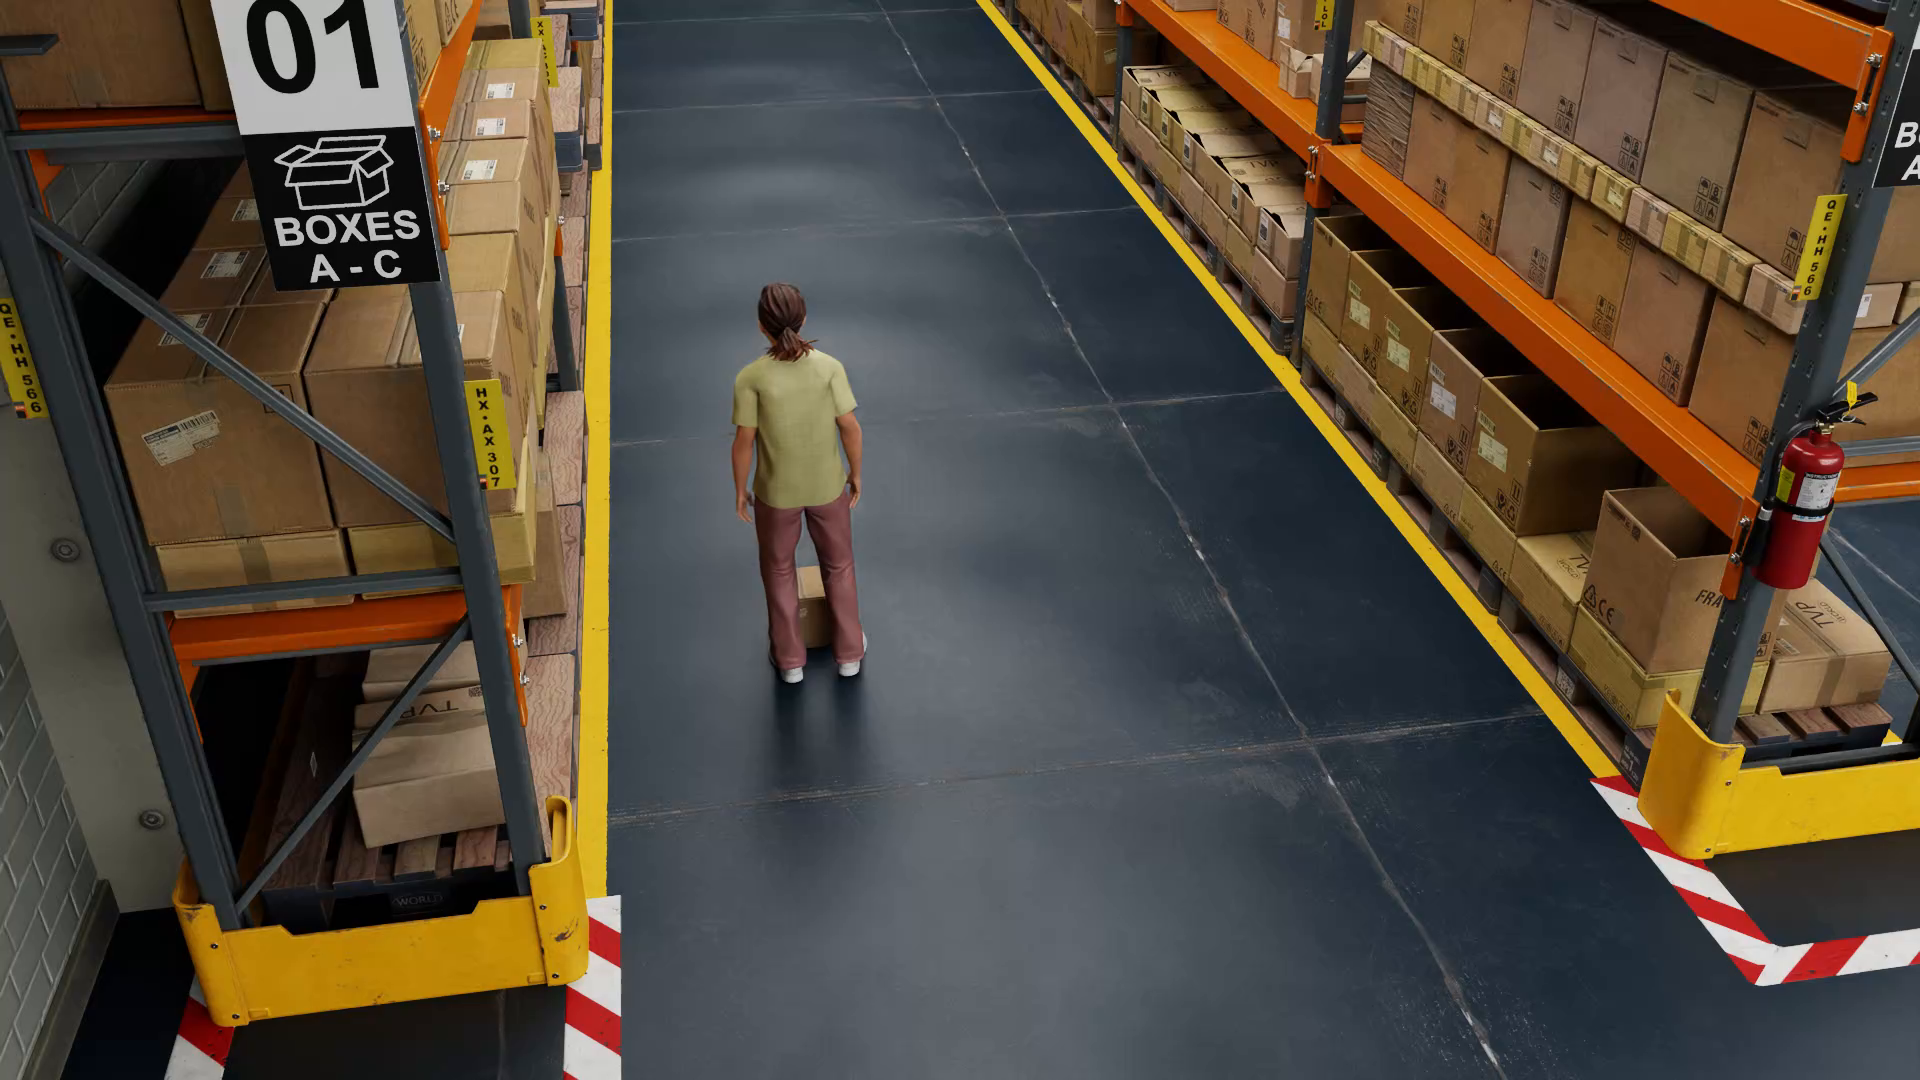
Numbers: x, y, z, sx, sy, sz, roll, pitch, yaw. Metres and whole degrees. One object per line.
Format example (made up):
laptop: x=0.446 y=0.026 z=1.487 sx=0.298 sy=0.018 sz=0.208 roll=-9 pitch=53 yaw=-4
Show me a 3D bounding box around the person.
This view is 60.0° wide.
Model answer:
person: x=-0.624 y=-0.199 z=6.468 sx=0.520 sy=1.671 sz=0.366 roll=-7 pitch=32 yaw=-12
